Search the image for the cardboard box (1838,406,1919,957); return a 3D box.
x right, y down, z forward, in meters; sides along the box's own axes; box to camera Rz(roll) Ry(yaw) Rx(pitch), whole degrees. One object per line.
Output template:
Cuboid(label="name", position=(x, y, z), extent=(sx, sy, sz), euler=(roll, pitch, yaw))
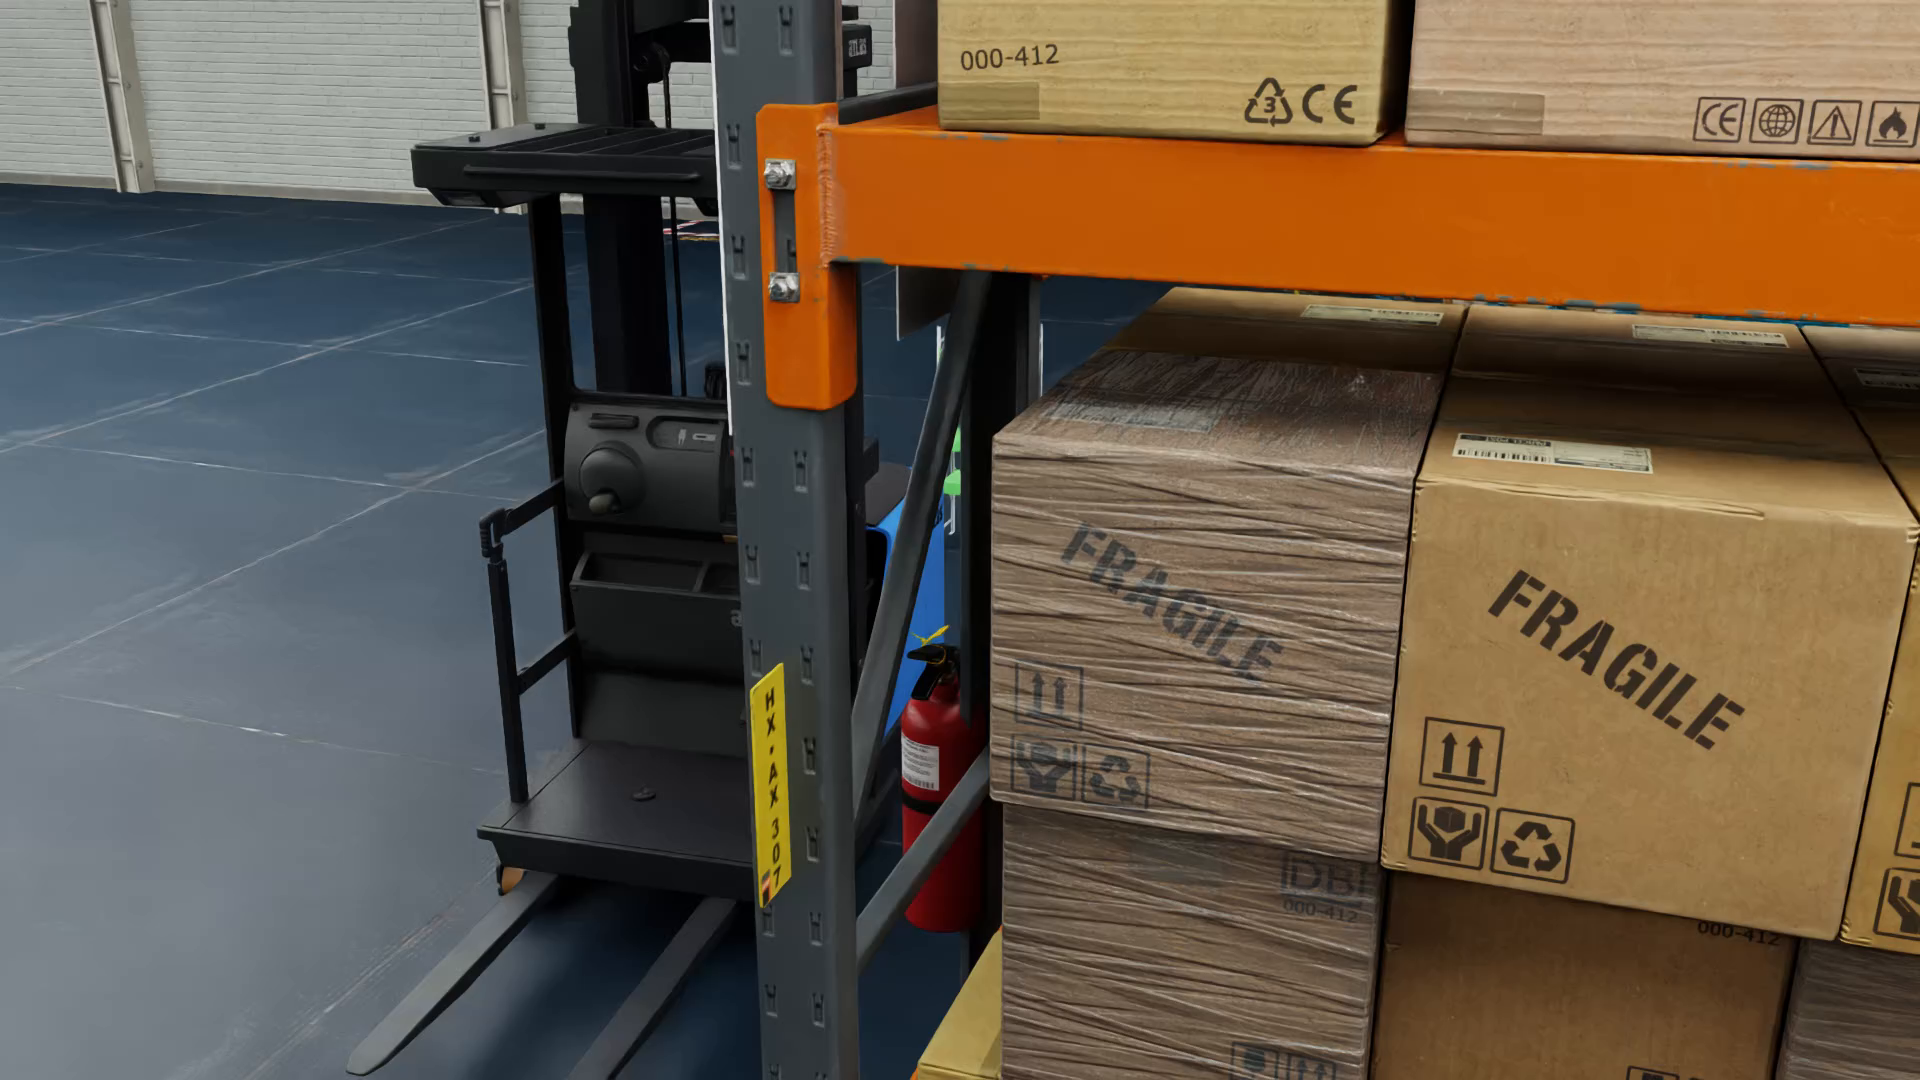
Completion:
Cuboid(label="cardboard box", position=(1.297, 0.167, 1.919), extent=(0.500, 0.500, 0.500), euler=(7, 20, 18))

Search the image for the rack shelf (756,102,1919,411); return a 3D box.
Cuboid(label="rack shelf", position=(1.814, -0.288, 1.882), extent=(4.000, 0.370, 1.077), euler=(7, 20, 18))

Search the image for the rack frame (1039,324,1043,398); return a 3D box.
Cuboid(label="rack frame", position=(0.387, -0.522, 8.752), extent=(0.015, 1.200, 0.240), euler=(7, 20, 18))

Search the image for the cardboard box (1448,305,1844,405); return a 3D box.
Cuboid(label="cardboard box", position=(0.999, -0.053, 2.547), extent=(0.500, 0.500, 0.500), euler=(7, 20, 18))

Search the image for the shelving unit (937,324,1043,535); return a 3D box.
Cuboid(label="shelving unit", position=(0.156, -0.549, 8.827), extent=(0.503, 1.200, 0.258), euler=(7, 20, 18))

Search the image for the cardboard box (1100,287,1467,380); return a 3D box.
Cuboid(label="cardboard box", position=(0.525, -0.105, 2.697), extent=(0.500, 0.500, 0.500), euler=(7, 20, 18))

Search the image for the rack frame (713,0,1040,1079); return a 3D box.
Cuboid(label="rack frame", position=(-0.077, 0.573, 2.874), extent=(0.053, 2.616, 0.949), euler=(7, 20, 18))

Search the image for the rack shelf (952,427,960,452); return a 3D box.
Cuboid(label="rack shelf", position=(0.156, -0.488, 8.848), extent=(0.480, 0.148, 0.258), euler=(7, 20, 18))

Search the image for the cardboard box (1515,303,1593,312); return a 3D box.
Cuboid(label="cardboard box", position=(4.085, -1.581, 11.454), extent=(0.500, 0.500, 0.500), euler=(7, 20, 18))

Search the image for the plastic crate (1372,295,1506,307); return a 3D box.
Cuboid(label="plastic crate", position=(2.121, -0.936, 7.431), extent=(0.616, 0.251, 0.499), euler=(7, 20, 18))

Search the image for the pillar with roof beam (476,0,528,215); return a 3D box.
Cuboid(label="pillar with roof beam", position=(-7.002, -7.032, 15.578), extent=(0.400, 9.000, 9.100), euler=(7, 20, 18))

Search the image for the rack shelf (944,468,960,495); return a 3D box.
Cuboid(label="rack shelf", position=(0.156, -0.262, 8.927), extent=(0.480, 0.148, 0.258), euler=(7, 20, 18))

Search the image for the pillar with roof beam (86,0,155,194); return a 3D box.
Cuboid(label="pillar with roof beam", position=(-12.670, -7.680, 17.437), extent=(0.400, 9.000, 9.100), euler=(7, 20, 18))

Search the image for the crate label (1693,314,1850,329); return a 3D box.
Cuboid(label="crate label", position=(3.377, -0.870, 6.960), extent=(0.616, 0.435, 0.502), euler=(7, 20, 18))

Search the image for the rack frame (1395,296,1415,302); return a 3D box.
Cuboid(label="rack frame", position=(3.179, -2.507, 11.712), extent=(0.127, 3.000, 1.000), euler=(7, 20, 18))

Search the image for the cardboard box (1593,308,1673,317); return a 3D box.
Cuboid(label="cardboard box", position=(4.562, -1.531, 11.311), extent=(0.500, 0.500, 0.500), euler=(7, 20, 18))

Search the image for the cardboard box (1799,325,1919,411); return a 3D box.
Cuboid(label="cardboard box", position=(1.471, 0.002, 2.390), extent=(0.500, 0.500, 0.500), euler=(7, 20, 18))

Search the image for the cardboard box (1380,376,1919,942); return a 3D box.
Cuboid(label="cardboard box", position=(0.824, 0.113, 2.072), extent=(0.500, 0.500, 0.500), euler=(7, 20, 18))

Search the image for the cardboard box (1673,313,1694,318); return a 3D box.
Cuboid(label="cardboard box", position=(5.028, -1.471, 11.140), extent=(0.500, 0.500, 0.500), euler=(7, 20, 18))

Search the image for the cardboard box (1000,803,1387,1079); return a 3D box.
Cuboid(label="cardboard box", position=(0.435, 0.453, 2.617), extent=(0.500, 0.500, 0.875), euler=(7, 20, 18))

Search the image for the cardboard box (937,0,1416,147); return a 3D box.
Cuboid(label="cardboard box", position=(0.295, -0.641, 2.028), extent=(0.500, 0.250, 0.500), euler=(7, 20, 20))

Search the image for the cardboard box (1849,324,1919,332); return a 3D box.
Cuboid(label="cardboard box", position=(5.979, -1.369, 10.847), extent=(0.500, 0.500, 0.500), euler=(7, 20, 18))

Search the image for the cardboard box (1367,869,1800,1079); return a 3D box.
Cuboid(label="cardboard box", position=(0.947, 0.469, 2.569), extent=(0.500, 0.500, 0.875), euler=(7, 20, 18))

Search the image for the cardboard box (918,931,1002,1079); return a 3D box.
Cuboid(label="cardboard box", position=(0.115, 0.796, 2.617), extent=(0.250, 0.149, 0.380), euler=(7, 20, 18))

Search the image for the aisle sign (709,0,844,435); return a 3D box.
Cuboid(label="aisle sign", position=(-0.233, -0.569, 2.201), extent=(0.004, 0.787, 0.394), euler=(7, 20, 18))

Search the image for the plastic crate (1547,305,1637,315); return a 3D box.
Cuboid(label="plastic crate", position=(2.732, -0.864, 7.225), extent=(0.408, 0.251, 0.499), euler=(7, 20, 18))

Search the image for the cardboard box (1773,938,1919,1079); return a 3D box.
Cuboid(label="cardboard box", position=(1.405, 0.537, 2.375), extent=(0.500, 0.500, 0.875), euler=(7, 20, 18))

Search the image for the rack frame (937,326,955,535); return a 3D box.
Cuboid(label="rack frame", position=(-0.074, -0.575, 8.903), extent=(0.015, 1.200, 0.240), euler=(7, 20, 18))

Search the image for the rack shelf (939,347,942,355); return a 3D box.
Cuboid(label="rack shelf", position=(0.156, -0.942, 8.690), extent=(0.480, 0.148, 0.258), euler=(7, 20, 18))

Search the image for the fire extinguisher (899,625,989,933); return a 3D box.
Cuboid(label="fire extinguisher", position=(-0.033, 0.453, 3.336), extent=(0.183, 0.674, 0.296), euler=(7, 20, 18))

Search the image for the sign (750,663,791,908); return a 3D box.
Cuboid(label="sign", position=(-0.254, 0.332, 2.250), extent=(0.005, 0.325, 0.100), euler=(7, 20, 18))

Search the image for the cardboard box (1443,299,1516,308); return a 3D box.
Cuboid(label="cardboard box", position=(3.783, -1.796, 12.071), extent=(0.500, 0.500, 0.500), euler=(7, 20, 18))

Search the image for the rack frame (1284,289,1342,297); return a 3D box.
Cuboid(label="rack frame", position=(1.550, -0.968, 7.295), extent=(0.127, 3.000, 1.000), euler=(7, 20, 18))

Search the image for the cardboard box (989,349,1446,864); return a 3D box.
Cuboid(label="cardboard box", position=(0.354, 0.057, 2.233), extent=(0.500, 0.500, 0.500), euler=(7, 20, 18))

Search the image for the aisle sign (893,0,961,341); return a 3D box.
Cuboid(label="aisle sign", position=(-0.036, -0.755, 2.736), extent=(0.004, 0.787, 0.394), euler=(7, 20, 18))

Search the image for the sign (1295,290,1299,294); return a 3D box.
Cuboid(label="sign", position=(1.365, -0.928, 6.760), extent=(0.005, 0.325, 0.100), euler=(7, 20, 18))

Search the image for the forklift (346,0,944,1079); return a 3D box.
Cuboid(label="forklift", position=(-0.916, -0.228, 5.276), extent=(1.130, 2.935, 3.031), euler=(5, 20, 14))

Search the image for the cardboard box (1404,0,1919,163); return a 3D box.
Cuboid(label="cardboard box", position=(0.784, -0.587, 1.874), extent=(0.500, 0.250, 0.500), euler=(6, 20, 17))

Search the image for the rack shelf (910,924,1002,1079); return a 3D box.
Cuboid(label="rack shelf", position=(1.814, 1.128, 2.376), extent=(4.000, 0.370, 1.077), euler=(7, 20, 18))
